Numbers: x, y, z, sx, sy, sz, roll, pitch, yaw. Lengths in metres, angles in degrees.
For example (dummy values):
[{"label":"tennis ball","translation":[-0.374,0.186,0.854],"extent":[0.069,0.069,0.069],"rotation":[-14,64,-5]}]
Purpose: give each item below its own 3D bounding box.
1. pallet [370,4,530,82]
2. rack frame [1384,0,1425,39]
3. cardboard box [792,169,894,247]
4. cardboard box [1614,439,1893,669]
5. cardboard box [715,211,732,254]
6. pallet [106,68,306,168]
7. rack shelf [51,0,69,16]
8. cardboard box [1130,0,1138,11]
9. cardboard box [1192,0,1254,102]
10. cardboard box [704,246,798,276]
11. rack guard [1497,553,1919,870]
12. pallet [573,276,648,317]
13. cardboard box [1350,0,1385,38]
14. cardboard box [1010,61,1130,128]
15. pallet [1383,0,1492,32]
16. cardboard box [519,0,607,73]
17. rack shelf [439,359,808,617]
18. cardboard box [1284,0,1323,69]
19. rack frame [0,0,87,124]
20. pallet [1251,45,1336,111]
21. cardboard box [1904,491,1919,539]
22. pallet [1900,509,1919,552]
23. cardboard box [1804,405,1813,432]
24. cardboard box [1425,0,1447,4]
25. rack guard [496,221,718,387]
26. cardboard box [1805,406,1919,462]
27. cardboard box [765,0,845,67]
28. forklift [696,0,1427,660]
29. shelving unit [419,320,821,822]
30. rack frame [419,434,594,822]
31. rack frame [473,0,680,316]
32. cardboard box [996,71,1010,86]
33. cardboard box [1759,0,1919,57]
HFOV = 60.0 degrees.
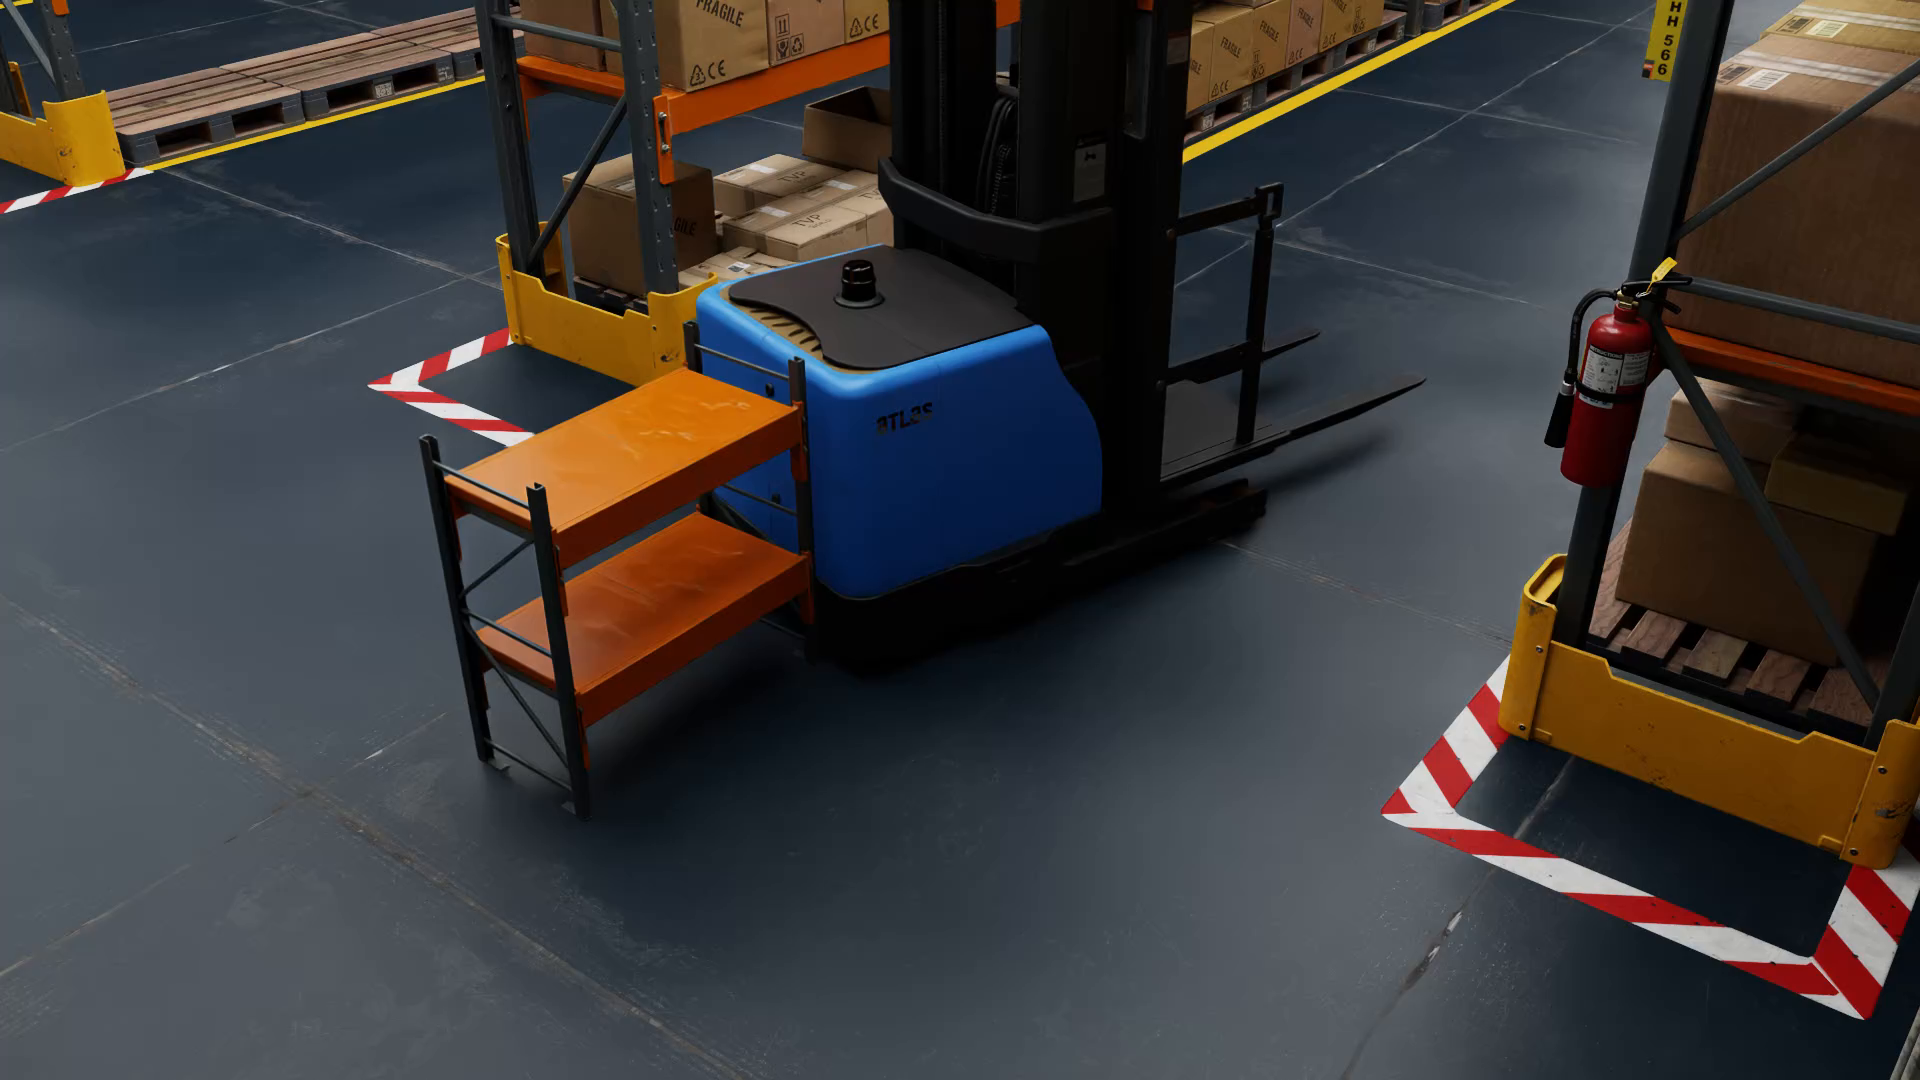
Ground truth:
[{"label":"pallet","translation":[-3.607,-3.756,12.485],"extent":[1.003,0.211,1.213],"rotation":[21,37,31]},{"label":"rack frame","translation":[3.168,-5.366,12.467],"extent":[1.000,3.000,0.127],"rotation":[21,37,31]},{"label":"cardboard box","translation":[-0.503,-1.661,8.481],"extent":[0.500,0.250,0.500],"rotation":[21,37,31]},{"label":"cardboard box","translation":[2.633,-0.012,5.473],"extent":[0.700,0.500,0.500],"rotation":[21,37,31]},{"label":"cardboard box","translation":[-1.213,-1.519,8.323],"extent":[0.380,0.166,0.250],"rotation":[21,37,31]},{"label":"pallet","translation":[-5.079,-2.764,10.812],"extent":[1.003,0.211,1.213],"rotation":[21,37,31]},{"label":"rack shelf","translation":[-4.401,-4.144,11.111],"extent":[1.077,0.370,4.000],"rotation":[21,37,31]},{"label":"cardboard box","translation":[1.128,-3.342,11.071],"extent":[0.500,0.500,0.500],"rotation":[21,37,31]},{"label":"cardboard box","translation":[1.553,-3.196,10.826],"extent":[0.500,0.500,0.500],"rotation":[22,37,32]},{"label":"cardboard box","translation":[-0.984,-1.251,7.871],"extent":[0.380,0.166,0.250],"rotation":[21,37,31]},{"label":"rack guard","translation":[2.276,0.493,5.032],"extent":[1.175,0.500,0.348],"rotation":[21,37,31]},{"label":"pallet","translation":[-1.135,-1.270,8.291],"extent":[1.003,0.211,1.213],"rotation":[21,37,31]},{"label":"cardboard box","translation":[2.790,-4.028,12.229],"extent":[0.500,0.500,0.500],"rotation":[23,37,33]},{"label":"cardboard box","translation":[0.635,-2.536,9.711],"extent":[0.500,0.500,0.500],"rotation":[21,37,31]},{"label":"pallet","translation":[3.696,-4.489,13.723],"extent":[1.003,0.211,1.213],"rotation":[21,37,31]},{"label":"cardboard box","translation":[-1.608,-2.423,7.404],"extent":[0.500,0.500,0.500],"rotation":[22,37,33]},{"label":"rack shelf","translation":[-0.991,-0.186,4.992],"extent":[0.538,0.278,1.000],"rotation":[21,37,32]},{"label":"cardboard box","translation":[2.166,-3.602,11.511],"extent":[0.500,0.500,0.500],"rotation":[20,36,30]},{"label":"rack frame","translation":[-5.608,-3.641,9.555],"extent":[1.000,3.000,0.127],"rotation":[21,37,31]},{"label":"pallet","translation":[1.950,-3.381,11.853],"extent":[1.003,0.211,1.213],"rotation":[21,37,31]},{"label":"cardboard box","translation":[3.238,-0.420,6.162],"extent":[0.700,0.500,0.500],"rotation":[20,36,30]},{"label":"pallet","translation":[3.447,-0.235,6.544],"extent":[1.003,0.211,1.213],"rotation":[21,37,31]},{"label":"cardboard box","translation":[2.719,-0.504,5.666],"extent":[0.380,0.149,0.250],"rotation":[22,37,33]},{"label":"cardboard box","translation":[3.718,-4.487,13.268],"extent":[0.500,0.250,0.500],"rotation":[21,37,31]},{"label":"rack guard","translation":[-1.615,-1.070,7.670],"extent":[1.175,0.500,0.348],"rotation":[21,37,31]},{"label":"cardboard box","translation":[3.022,-0.385,5.466],"extent":[0.380,0.149,0.250],"rotation":[21,37,31]},{"label":"cardboard box","translation":[-0.876,-2.468,7.479],"extent":[0.500,0.500,0.500],"rotation":[21,36,31]},{"label":"forklift","translation":[0.569,-1.445,5.918],"extent":[3.031,2.935,1.130],"rotation":[-20,36,-30]},{"label":"shelving unit","translation":[-0.991,0.065,5.141],"extent":[0.538,1.125,1.048],"rotation":[21,37,32]},{"label":"rack frame","translation":[-1.301,0.271,4.794],"extent":[0.500,1.125,0.032],"rotation":[21,37,32]},{"label":"rack frame","translation":[-1.661,-2.115,6.981],"extent":[1.000,3.000,0.127],"rotation":[21,37,31]},{"label":"cardboard box","translation":[0.327,-2.669,10.122],"extent":[0.500,0.311,0.500],"rotation":[21,37,31]},{"label":"cardboard box","translation":[3.020,-1.230,5.194],"extent":[0.980,0.700,0.700],"rotation":[21,36,31]}]
